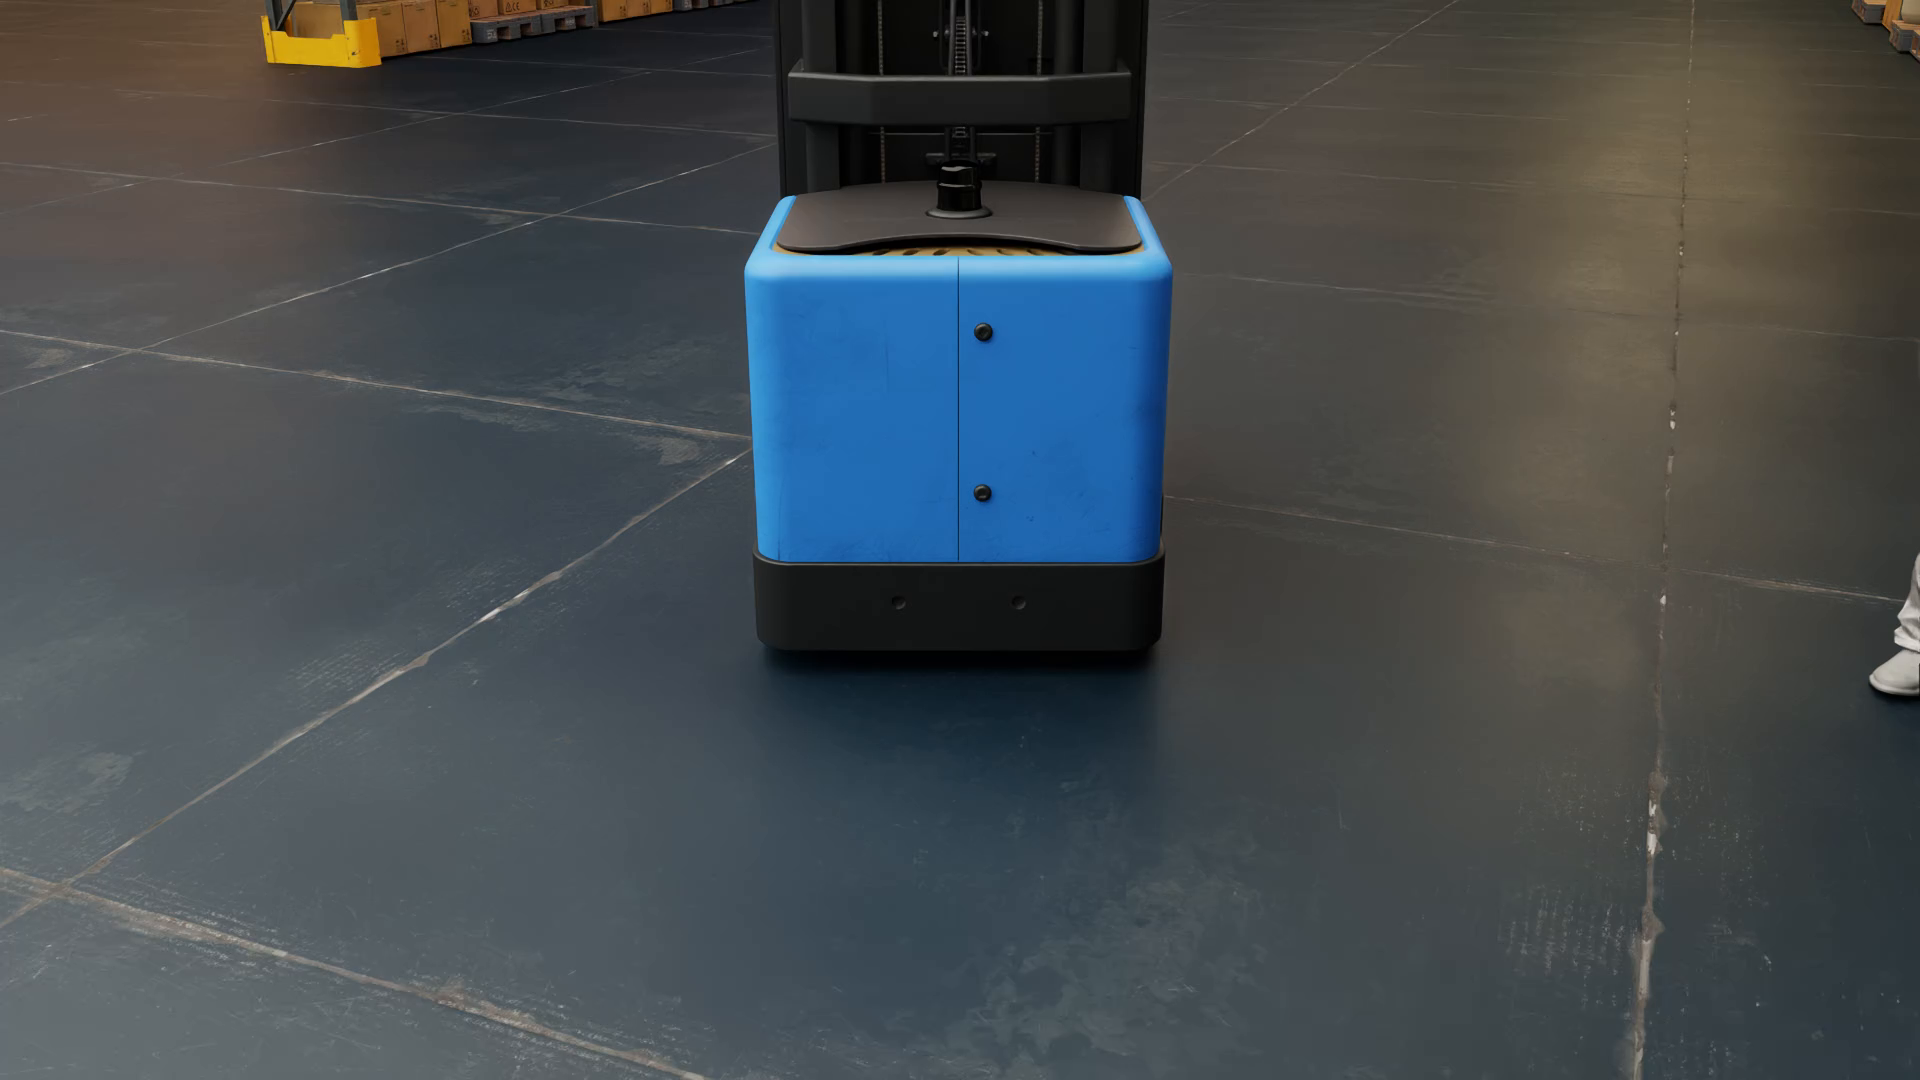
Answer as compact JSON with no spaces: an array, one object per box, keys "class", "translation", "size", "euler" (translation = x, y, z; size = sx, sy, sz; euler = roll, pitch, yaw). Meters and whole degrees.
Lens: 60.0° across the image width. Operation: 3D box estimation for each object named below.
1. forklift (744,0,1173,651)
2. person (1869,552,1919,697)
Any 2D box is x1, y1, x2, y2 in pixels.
[{"class":"forklift","translation":[0.002,-1.587,5.089],"size":[1.130,2.935,3.031],"euler":[0,23,0]},{"class":"person","translation":[2.565,-0.433,3.817],"size":[0.582,1.789,0.361],"euler":[15,27,31]}]
